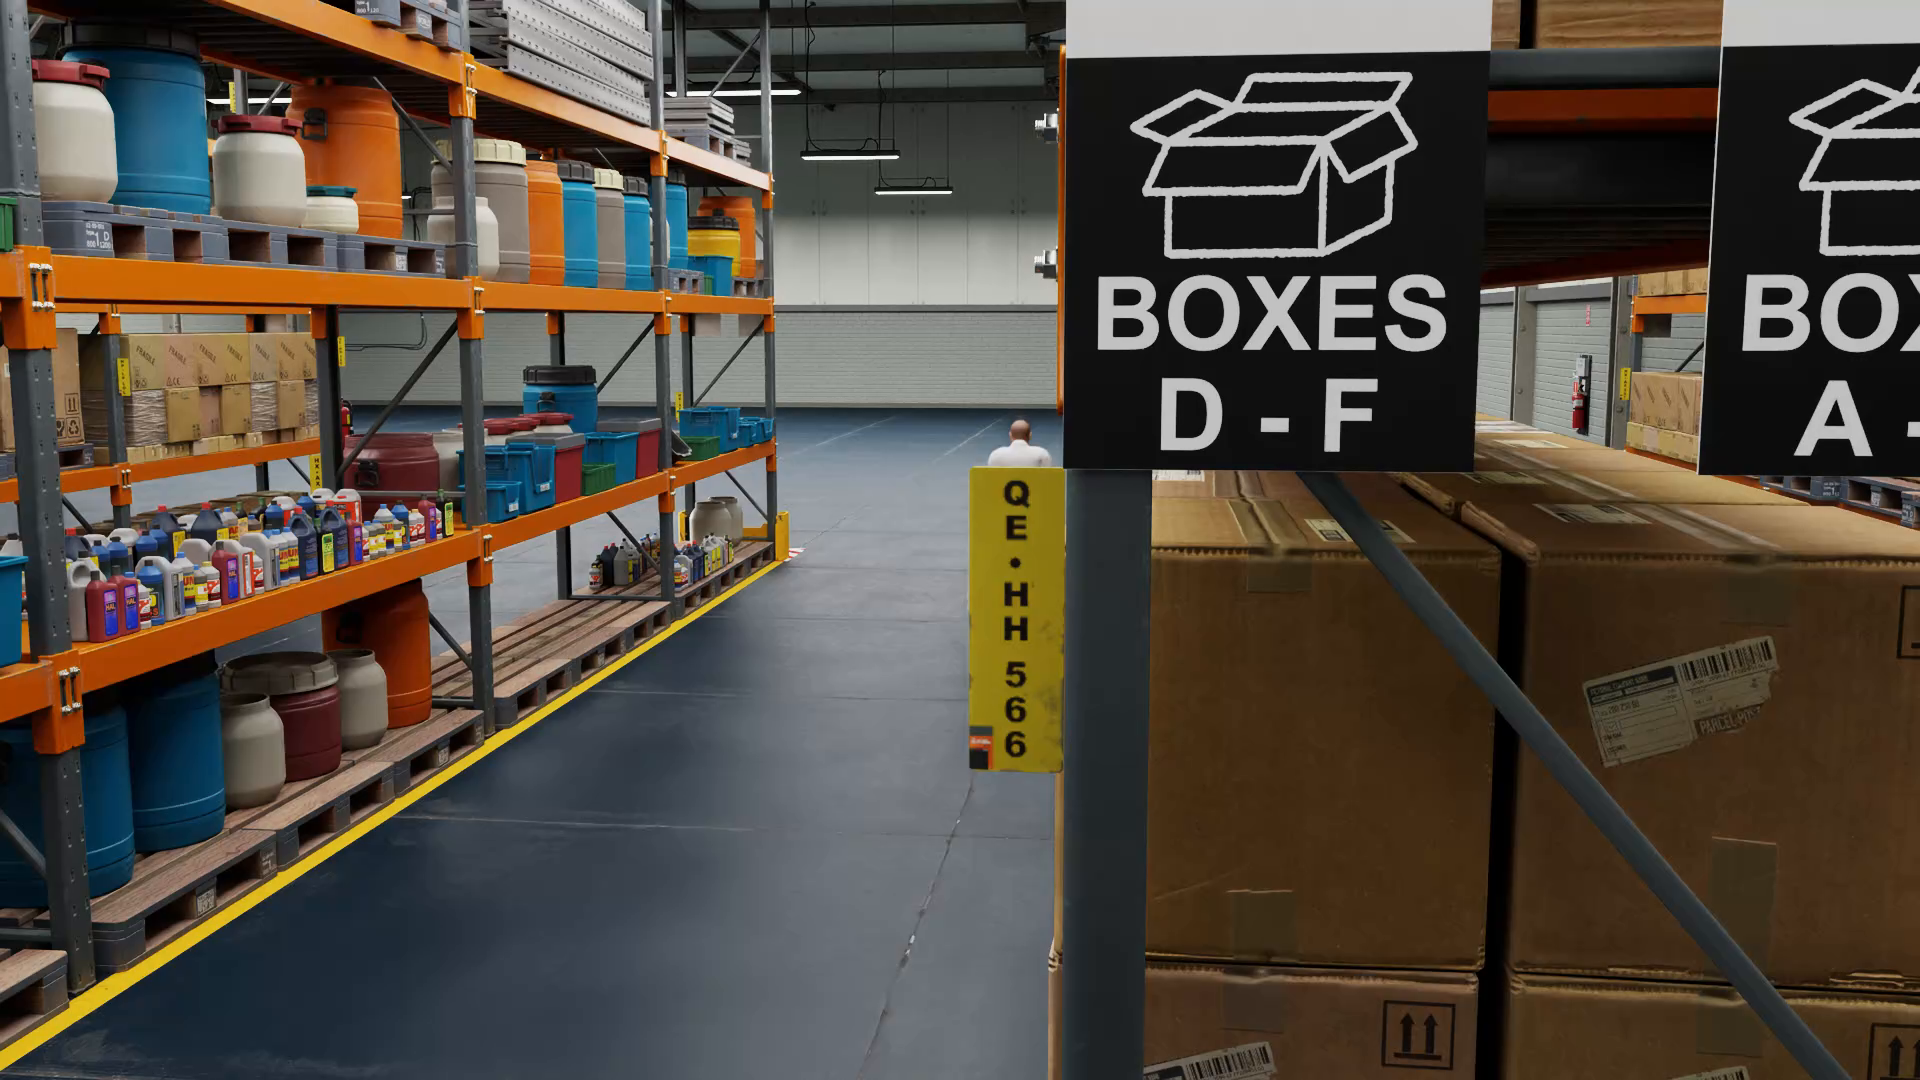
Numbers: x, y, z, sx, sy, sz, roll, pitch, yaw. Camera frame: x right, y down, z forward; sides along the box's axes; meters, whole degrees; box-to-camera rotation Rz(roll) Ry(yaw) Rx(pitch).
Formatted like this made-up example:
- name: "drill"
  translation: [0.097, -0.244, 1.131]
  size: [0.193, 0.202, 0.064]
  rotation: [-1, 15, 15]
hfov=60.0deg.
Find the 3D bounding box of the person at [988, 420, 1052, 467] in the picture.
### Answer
- name: "person"
  translation: [0.511, -0.155, 14.240]
  size: [0.587, 1.737, 0.409]
  rotation: [1, 8, 9]
